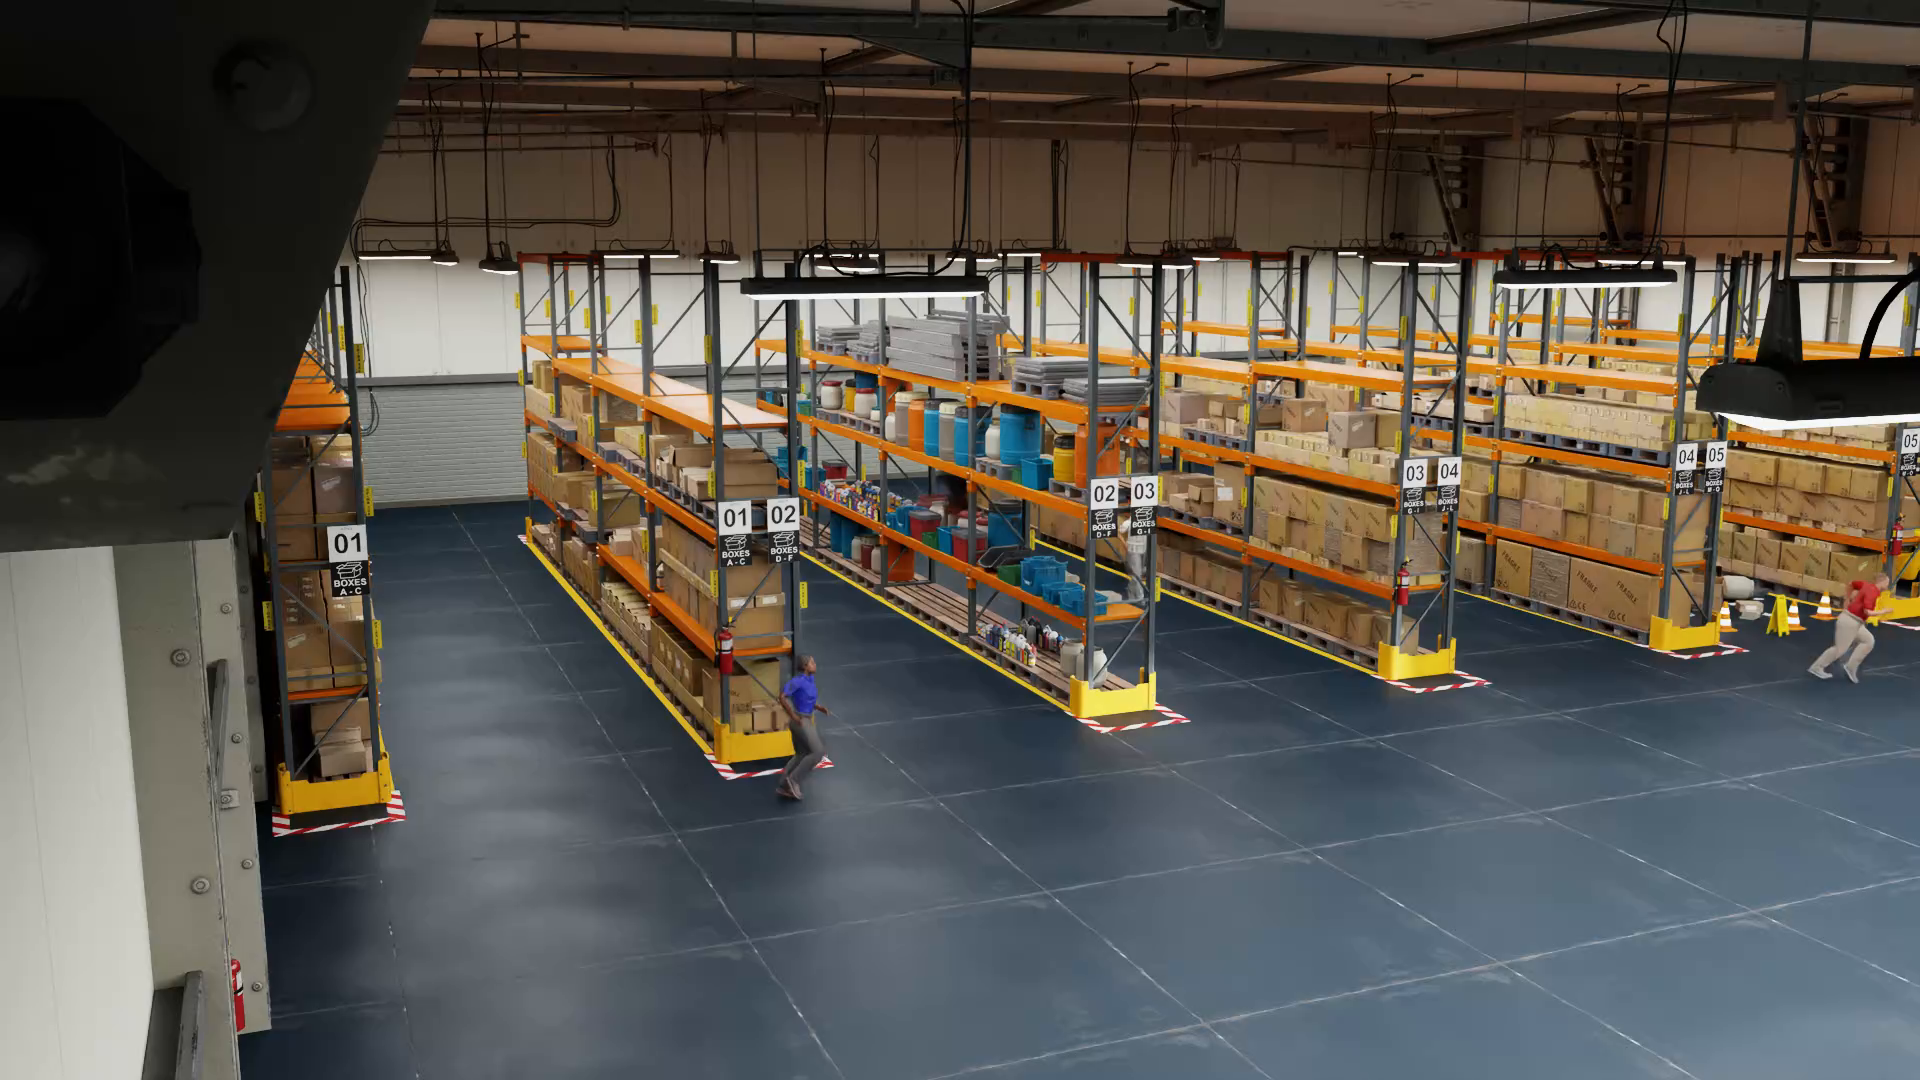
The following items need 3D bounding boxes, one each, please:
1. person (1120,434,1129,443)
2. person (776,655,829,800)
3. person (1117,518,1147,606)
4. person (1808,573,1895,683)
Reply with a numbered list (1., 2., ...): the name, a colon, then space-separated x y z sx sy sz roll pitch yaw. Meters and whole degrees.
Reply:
1. person: 3.999 -1.922 41.120 0.732 1.687 0.687 -9 14 -41
2. person: -1.790 2.113 18.997 0.592 1.604 0.620 1 10 4
3. person: 2.956 0.238 27.590 0.615 1.703 0.862 -5 12 -27
4. person: 12.779 1.249 23.831 1.013 1.634 0.699 4 11 22
